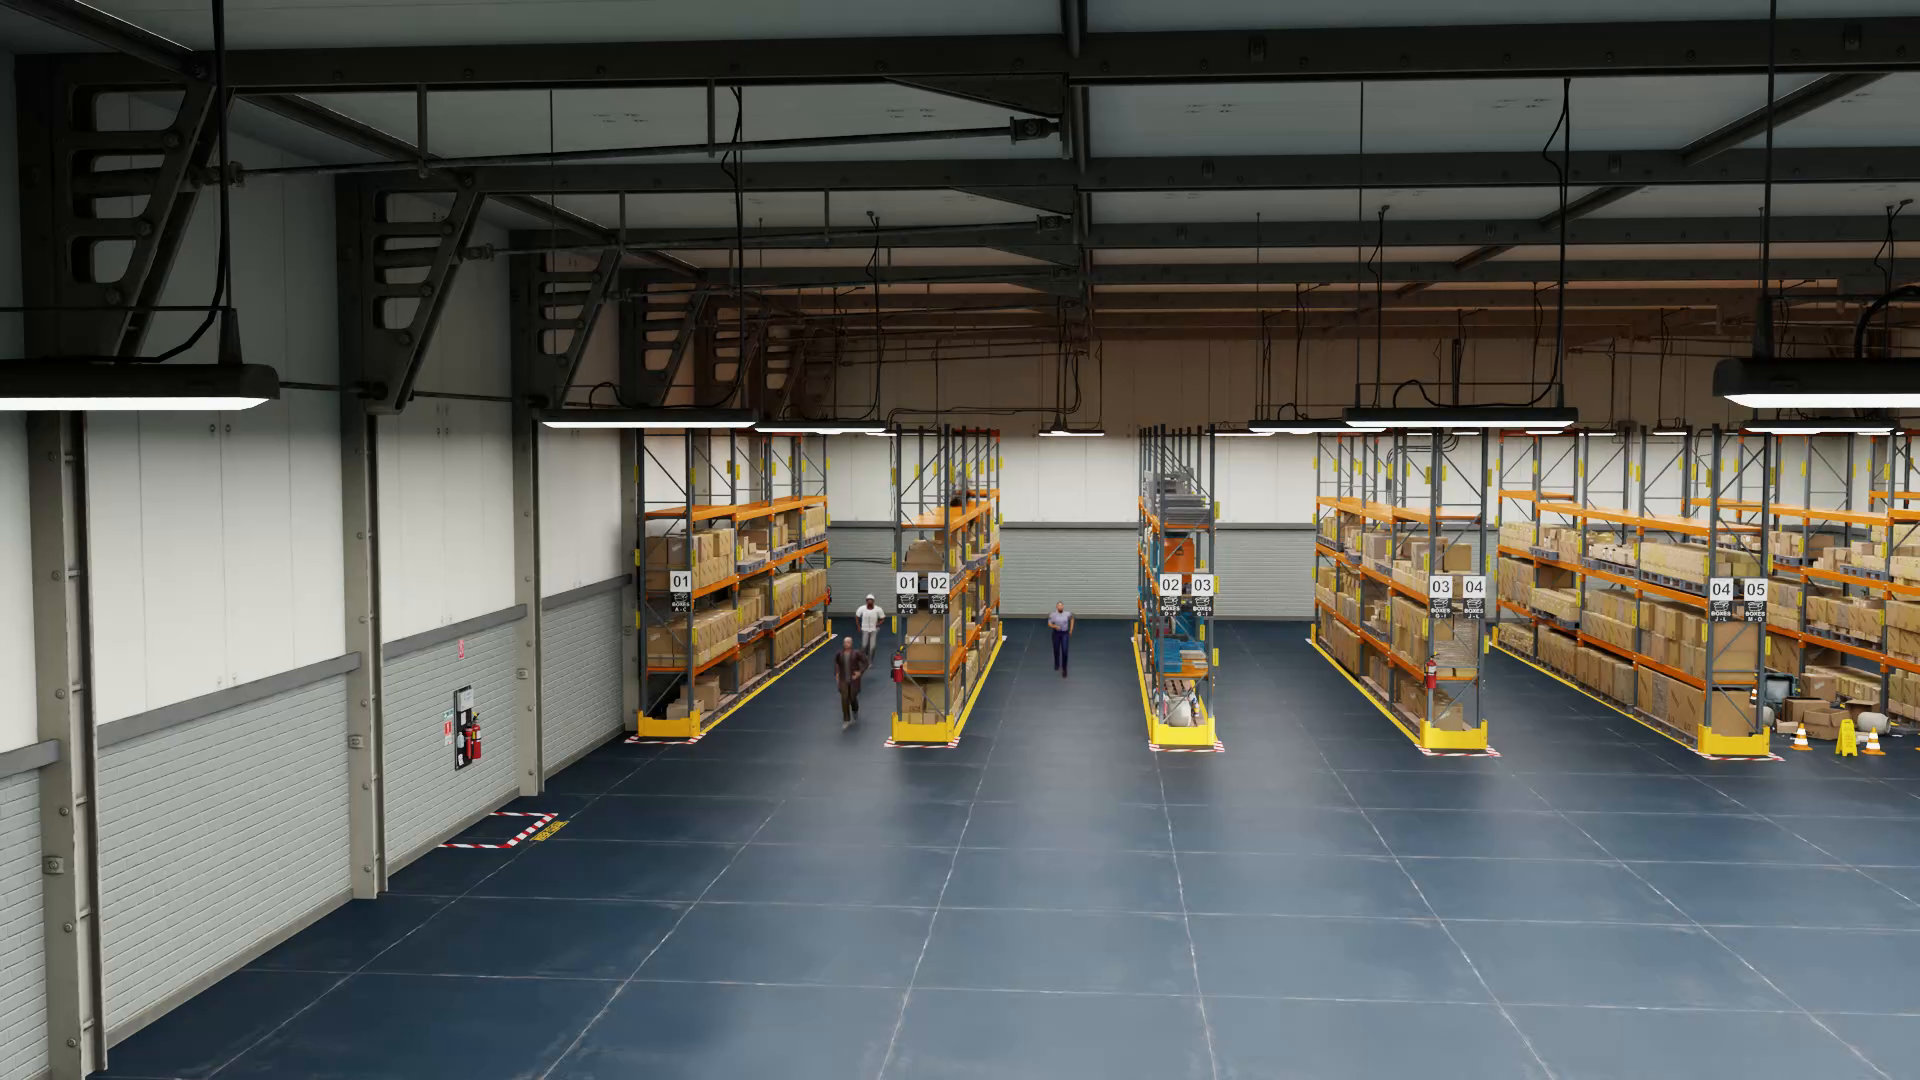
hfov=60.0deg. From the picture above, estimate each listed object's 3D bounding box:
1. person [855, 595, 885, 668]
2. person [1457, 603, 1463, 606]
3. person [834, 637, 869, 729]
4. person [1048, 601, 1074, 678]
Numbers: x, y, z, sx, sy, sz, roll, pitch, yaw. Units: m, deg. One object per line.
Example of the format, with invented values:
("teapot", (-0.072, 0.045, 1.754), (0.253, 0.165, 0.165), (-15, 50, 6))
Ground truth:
("person", (-2.142, 2.168, 39.518), (0.730, 1.743, 0.536), (0, 3, 1))
("person", (14.185, 2.060, 46.828), (0.614, 1.645, 0.646), (-2, 4, -23))
("person", (-2.172, 2.824, 33.204), (0.733, 1.799, 0.854), (1, 4, 12))
("person", (2.347, 2.302, 38.652), (0.613, 1.773, 0.692), (0, 3, 1))
